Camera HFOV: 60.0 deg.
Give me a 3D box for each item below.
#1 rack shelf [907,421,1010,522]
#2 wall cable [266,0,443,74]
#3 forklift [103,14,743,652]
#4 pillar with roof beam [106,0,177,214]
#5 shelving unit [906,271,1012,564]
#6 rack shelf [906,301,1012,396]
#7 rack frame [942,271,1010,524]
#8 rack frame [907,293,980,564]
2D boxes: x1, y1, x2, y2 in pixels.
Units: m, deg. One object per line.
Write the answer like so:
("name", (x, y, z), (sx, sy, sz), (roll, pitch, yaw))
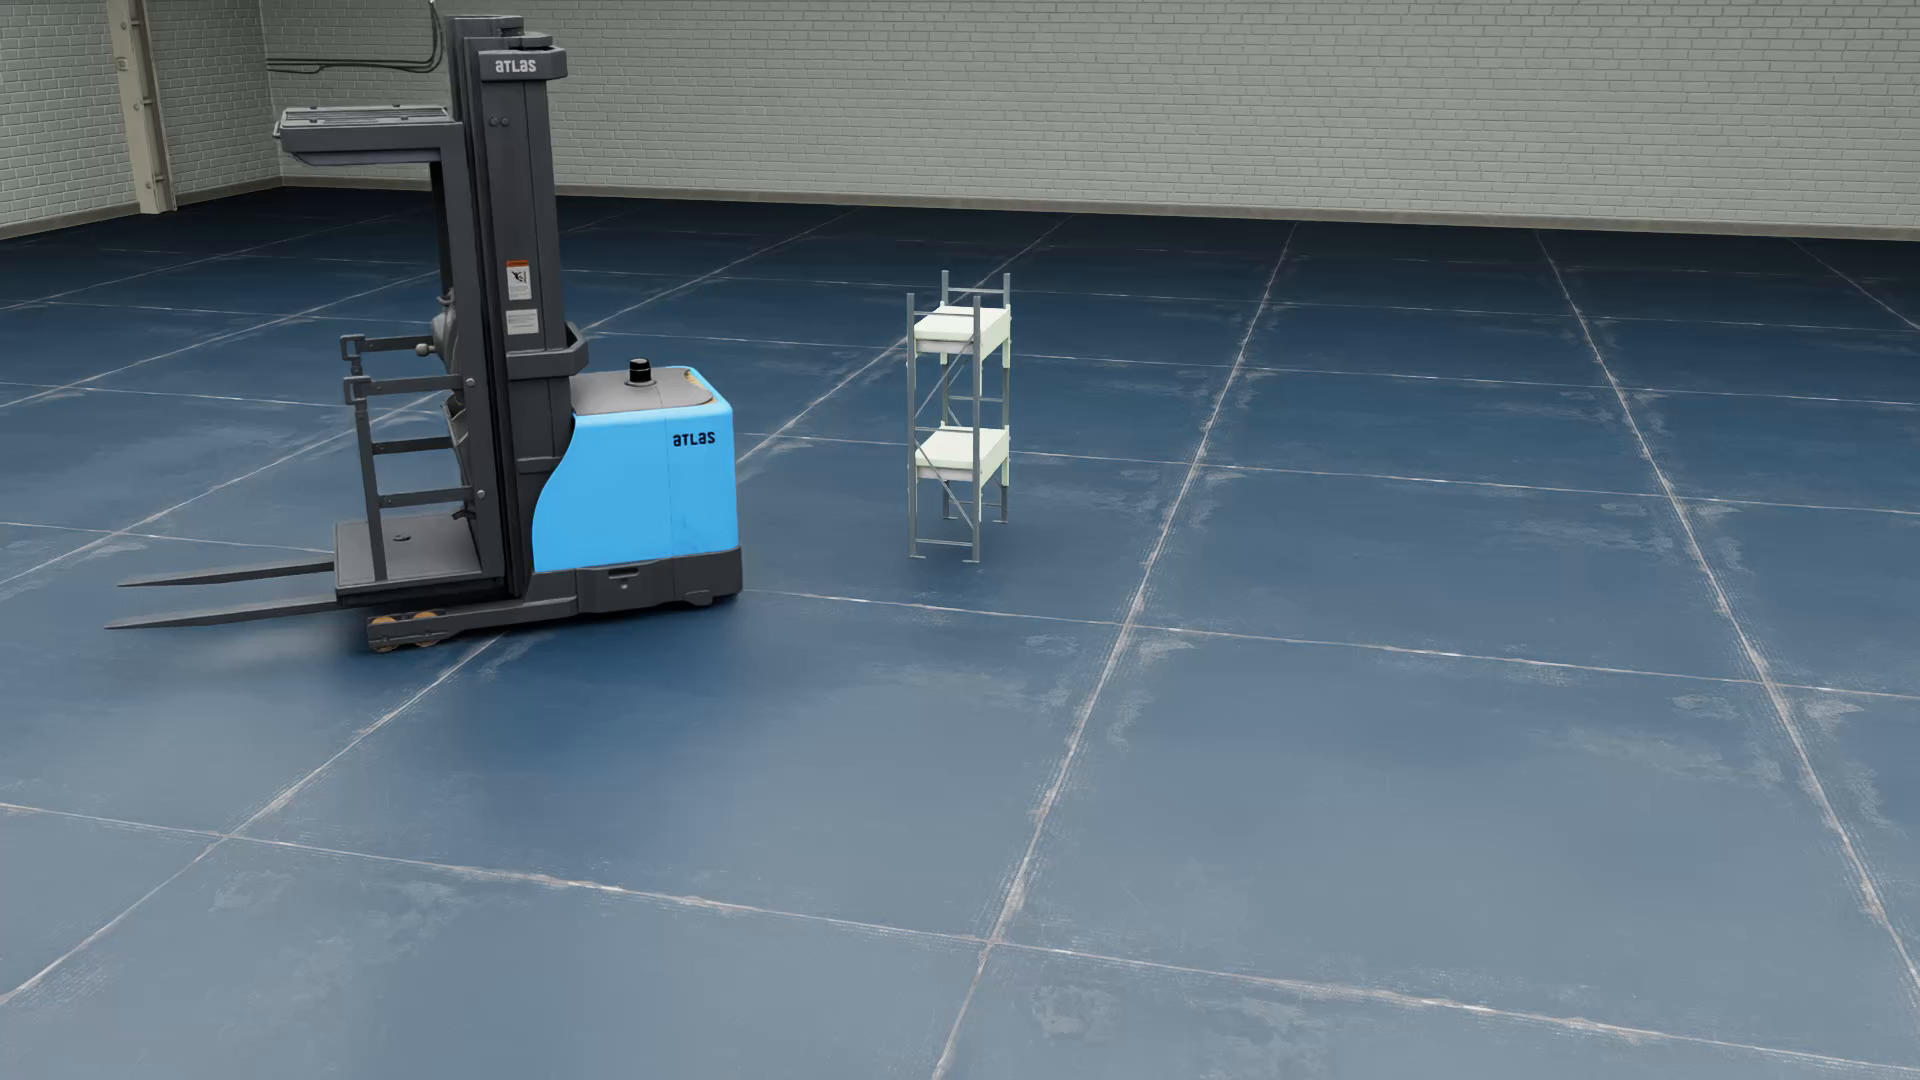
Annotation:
("rack shelf", (0.002, -0.403, 9.557), (0.431, 0.370, 0.720), (5, 19, 13))
("wall cable", (-9.078, -8.148, 24.424), (3.097, 2.526, 0.112), (5, 19, 13))
("forklift", (-2.712, -1.035, 8.184), (3.031, 2.935, 1.130), (-7, 20, -19))
("pillar with roof beam", (-6.905, -8.458, 20.529), (9.100, 9.000, 0.400), (5, 19, 13))
("shelving unit", (0.002, -0.712, 9.451), (0.431, 1.500, 0.755), (5, 19, 13))
("rack shelf", (0.002, -1.081, 9.325), (0.431, 0.370, 0.720), (5, 19, 13))
("rack frame", (0.091, -0.827, 9.787), (0.400, 1.500, 0.023), (5, 19, 13))
("rack frame", (-0.088, -0.597, 9.115), (0.400, 1.500, 0.023), (5, 19, 13))
